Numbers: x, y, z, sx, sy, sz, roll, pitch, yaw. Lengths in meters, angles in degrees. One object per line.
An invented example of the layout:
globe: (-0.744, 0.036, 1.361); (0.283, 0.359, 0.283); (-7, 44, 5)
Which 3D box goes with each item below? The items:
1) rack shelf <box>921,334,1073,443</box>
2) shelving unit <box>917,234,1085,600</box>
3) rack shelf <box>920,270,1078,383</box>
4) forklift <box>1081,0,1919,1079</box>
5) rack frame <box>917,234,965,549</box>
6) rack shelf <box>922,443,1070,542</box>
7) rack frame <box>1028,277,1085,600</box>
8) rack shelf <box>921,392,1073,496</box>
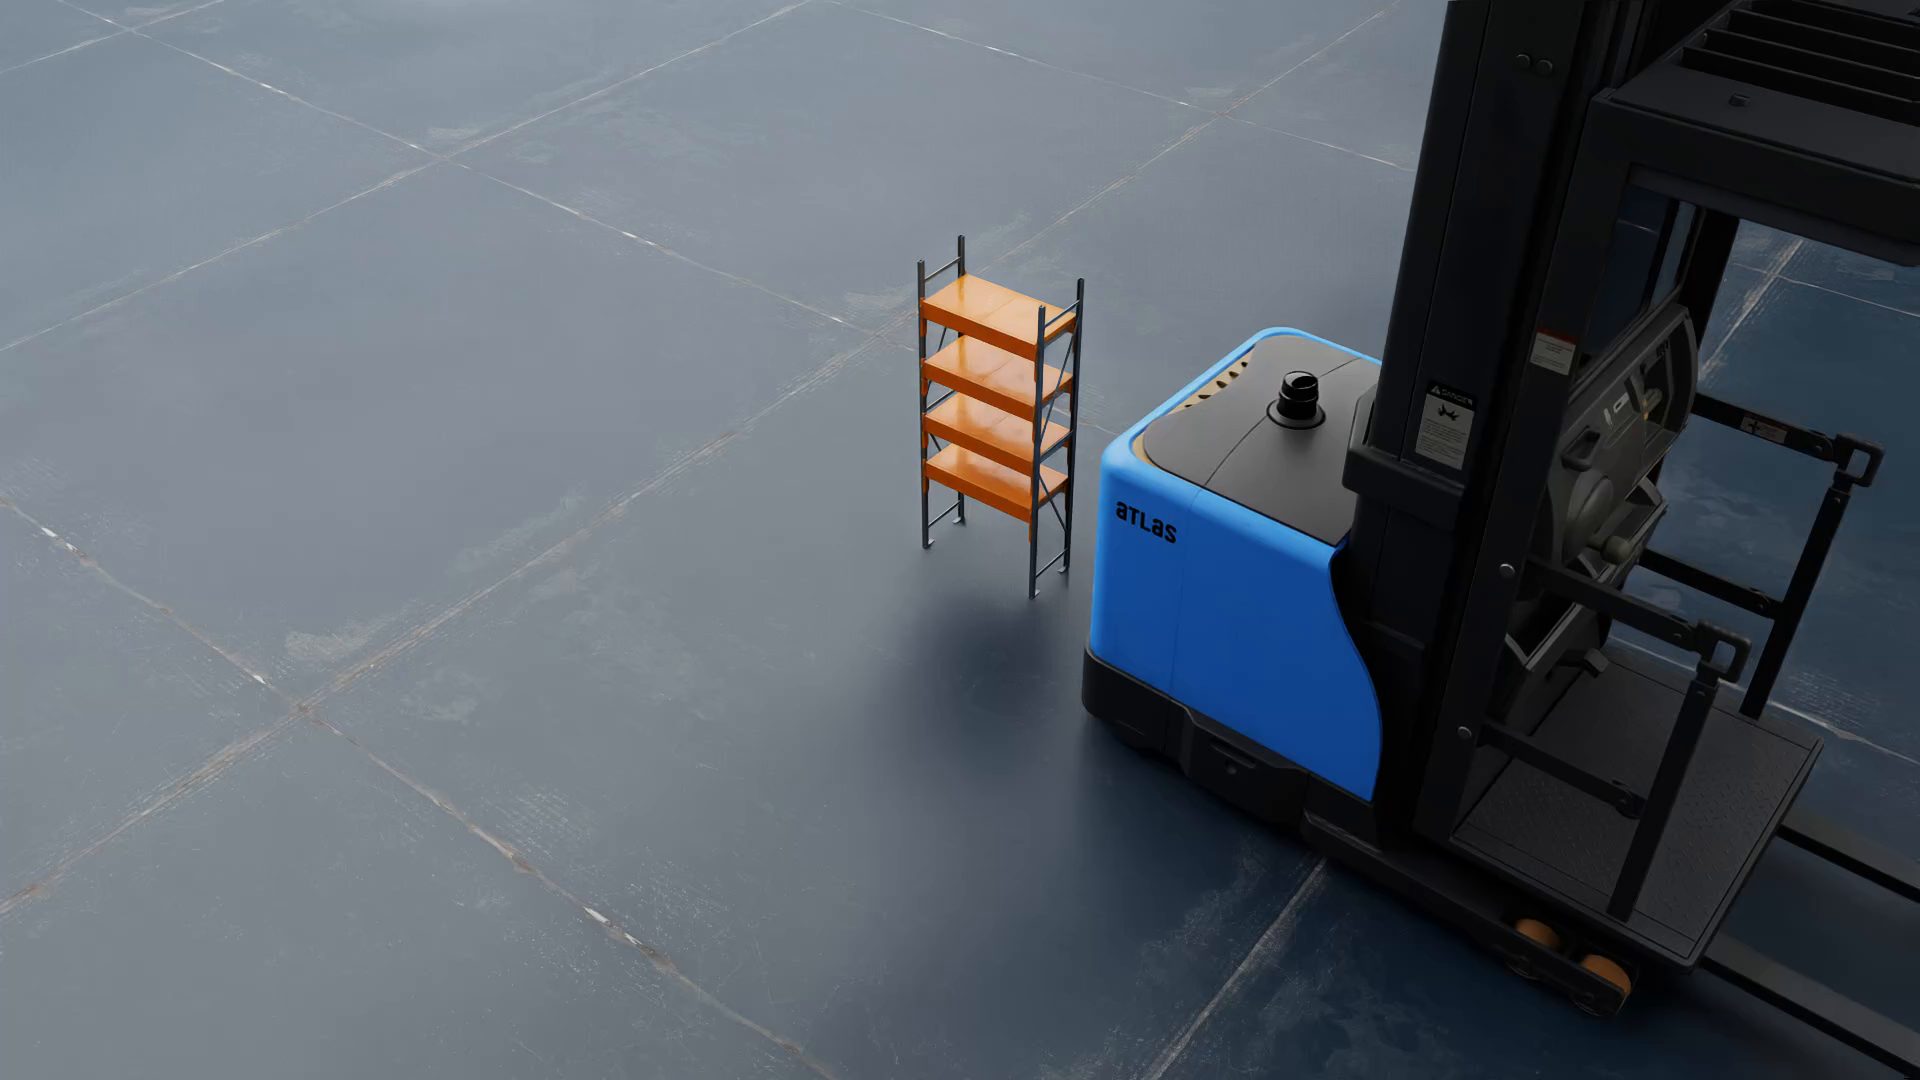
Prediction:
rack shelf: (0.131, -0.534, 5.705); (0.480, 0.148, 0.258); (25, 45, 29)
shelving unit: (0.131, -0.410, 5.801); (0.503, 1.200, 0.258); (25, 45, 29)
rack shelf: (0.131, -0.720, 5.559); (0.480, 0.148, 0.258); (25, 45, 29)
forklift: (1.854, -0.218, 4.150); (3.031, 2.935, 1.130); (27, 46, 30)
rack frame: (-0.062, -0.502, 5.918); (0.015, 1.200, 0.240); (25, 45, 29)
rack shelf: (0.131, -0.201, 5.965); (0.480, 0.148, 0.258); (25, 45, 29)
rack frame: (0.325, -0.319, 5.684); (0.015, 1.200, 0.240); (25, 45, 29)
rack shelf: (0.131, -0.357, 5.842); (0.480, 0.148, 0.258); (25, 45, 29)
